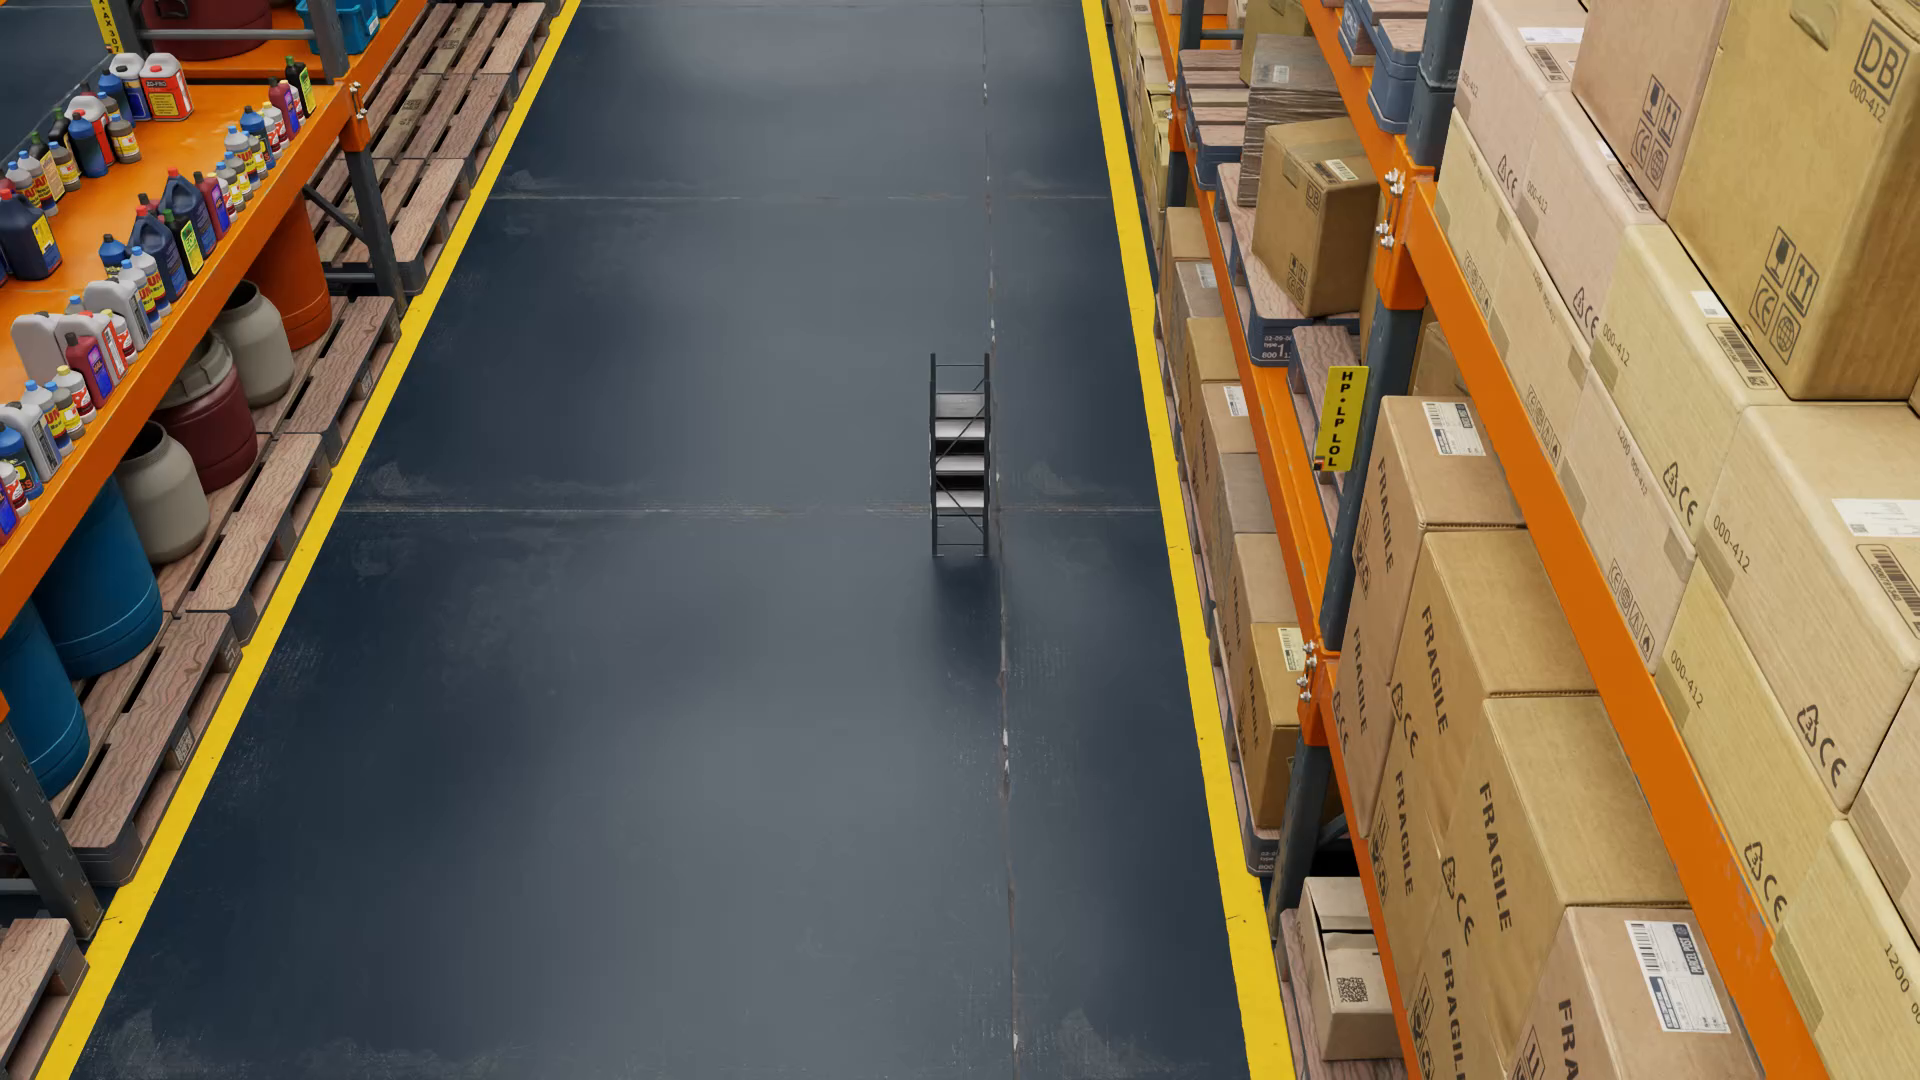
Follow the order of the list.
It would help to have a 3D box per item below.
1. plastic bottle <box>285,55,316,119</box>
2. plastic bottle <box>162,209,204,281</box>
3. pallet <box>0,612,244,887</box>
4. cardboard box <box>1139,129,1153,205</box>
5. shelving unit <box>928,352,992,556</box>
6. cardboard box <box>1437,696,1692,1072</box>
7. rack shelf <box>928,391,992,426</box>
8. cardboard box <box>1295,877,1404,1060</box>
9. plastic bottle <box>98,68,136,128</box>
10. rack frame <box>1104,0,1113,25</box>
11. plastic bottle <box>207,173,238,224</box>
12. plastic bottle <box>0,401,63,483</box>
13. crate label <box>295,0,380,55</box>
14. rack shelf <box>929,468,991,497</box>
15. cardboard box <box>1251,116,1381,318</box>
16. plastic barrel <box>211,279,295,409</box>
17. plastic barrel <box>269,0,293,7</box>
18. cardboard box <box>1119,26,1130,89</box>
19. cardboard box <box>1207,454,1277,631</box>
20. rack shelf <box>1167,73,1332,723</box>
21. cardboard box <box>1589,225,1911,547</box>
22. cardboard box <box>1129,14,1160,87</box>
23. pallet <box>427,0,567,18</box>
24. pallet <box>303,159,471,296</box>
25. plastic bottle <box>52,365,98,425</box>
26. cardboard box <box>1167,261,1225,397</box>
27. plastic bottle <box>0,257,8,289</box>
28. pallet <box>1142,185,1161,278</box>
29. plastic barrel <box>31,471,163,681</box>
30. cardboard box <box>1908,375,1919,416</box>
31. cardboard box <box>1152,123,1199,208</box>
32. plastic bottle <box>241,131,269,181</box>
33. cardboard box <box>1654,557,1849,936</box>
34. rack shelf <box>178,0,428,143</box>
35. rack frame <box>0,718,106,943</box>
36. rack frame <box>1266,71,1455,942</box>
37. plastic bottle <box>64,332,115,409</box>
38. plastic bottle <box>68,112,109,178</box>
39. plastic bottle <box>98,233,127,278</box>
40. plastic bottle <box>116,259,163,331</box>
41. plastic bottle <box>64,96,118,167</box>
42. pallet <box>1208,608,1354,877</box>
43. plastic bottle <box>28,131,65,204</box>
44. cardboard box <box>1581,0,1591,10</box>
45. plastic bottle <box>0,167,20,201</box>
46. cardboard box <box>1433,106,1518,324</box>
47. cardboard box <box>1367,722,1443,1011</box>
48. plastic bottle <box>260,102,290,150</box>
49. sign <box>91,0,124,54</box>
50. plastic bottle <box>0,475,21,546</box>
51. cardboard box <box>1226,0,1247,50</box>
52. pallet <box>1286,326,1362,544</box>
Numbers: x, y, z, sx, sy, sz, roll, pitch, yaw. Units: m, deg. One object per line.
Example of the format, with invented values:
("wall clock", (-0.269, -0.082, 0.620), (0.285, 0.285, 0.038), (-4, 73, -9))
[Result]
("plastic bottle", (-2.989, -2.065, 7.521), (0.061, 0.283, 0.133), (0, 39, 0))
("plastic bottle", (-2.988, -1.151, 6.381), (0.061, 0.283, 0.133), (0, 39, 0))
("pallet", (-3.371, 0.744, 6.153), (1.003, 0.211, 1.213), (0, 39, 0))
("cardboard box", (1.288, -2.106, 9.343), (0.500, 0.250, 0.500), (0, 39, -1))
("shelving unit", (0.000, -0.346, 6.962), (0.258, 0.900, 0.210), (0, 39, 0))
("cardboard box", (1.262, 0.647, 3.164), (0.500, 0.500, 0.500), (-1, 39, -1))
("rack shelf", (0.000, -0.531, 6.814), (0.258, 0.077, 0.200), (0, 39, 0))
("cardboard box", (1.326, 1.277, 5.056), (0.500, 0.311, 0.500), (0, 39, 0))
("plastic bottle", (-3.766, -1.969, 7.412), (0.097, 0.271, 0.097), (0, 39, 0))
("rack frame", (1.532, -4.866, 10.923), (1.000, 3.000, 0.127), (0, 39, 0))
("plastic bottle", (-3.006, -1.390, 6.745), (0.097, 0.201, 0.097), (0, 39, 0))
("plastic bottle", (-3.032, -0.332, 5.364), (0.152, 0.276, 0.135), (0, 39, 0))
("crate label", (-3.042, -2.561, 8.181), (0.303, 0.233, 0.416), (0, 39, 0))
("rack shelf", (0.000, -0.250, 7.039), (0.258, 0.077, 0.200), (0, 39, 0))
("cardboard box", (1.478, -1.170, 5.896), (0.700, 0.500, 0.500), (-9, 40, -11))
("plastic barrel", (-3.309, -0.897, 7.624), (0.421, 0.512, 0.421), (0, 39, 0))
("plastic barrel", (-3.631, -3.050, 8.567), (0.421, 0.512, 0.421), (0, 39, 0))
("cardboard box", (1.288, -3.060, 10.533), (0.500, 0.250, 0.500), (-1, 39, -1))
("cardboard box", (1.262, 0.010, 6.486), (0.500, 0.500, 0.500), (0, 39, 1))
("rack shelf", (1.539, -0.833, 6.466), (1.077, 0.370, 4.000), (0, 39, 0))
("cardboard box", (1.285, -0.240, 2.473), (0.500, 0.250, 0.500), (0, 39, 0))
("cardboard box", (1.287, -2.955, 9.954), (0.500, 0.311, 0.500), (1, 39, 1))
("pallet", (-3.380, -4.196, 12.317), (1.003, 0.211, 1.213), (0, 39, 0))
("pallet", (-3.378, -1.759, 9.276), (1.003, 0.211, 1.213), (0, 39, 0))
("plastic bottle", (-3.005, -0.497, 5.630), (0.097, 0.201, 0.097), (0, 39, 0))
("cardboard box", (1.258, -0.948, 7.682), (0.500, 0.500, 0.500), (-1, 39, -2))
("plastic bottle", (-3.741, -1.106, 6.271), (0.144, 0.351, 0.185), (0, 39, 0))
("pallet", (1.575, -1.791, 9.316), (1.003, 0.211, 1.213), (0, 39, 0))
("plastic barrel", (-3.396, 0.010, 6.180), (0.600, 0.901, 0.708), (0, 39, 0))
("cardboard box", (1.599, -0.220, 1.848), (0.700, 0.500, 0.500), (0, 39, 0))
("cardboard box", (1.290, -2.001, 8.763), (0.500, 0.311, 0.500), (1, 39, 1))
("plastic bottle", (-3.007, -1.634, 7.049), (0.097, 0.201, 0.097), (0, 39, 0))
("cardboard box", (1.294, 0.268, 2.239), (0.500, 0.250, 0.500), (0, 39, 0))
("rack shelf", (-3.419, -3.333, 9.586), (1.077, 0.370, 4.000), (0, 39, 0))
("rack frame", (-3.412, 0.139, 4.679), (1.000, 3.000, 0.127), (0, 39, 0))
("rack frame", (1.542, 0.137, 4.680), (1.000, 3.000, 0.127), (0, 39, 0))
("plastic bottle", (-2.987, -0.601, 5.695), (0.061, 0.283, 0.133), (0, 39, 0))
("plastic bottle", (-3.705, -1.680, 7.051), (0.097, 0.271, 0.097), (0, 39, 0))
("plastic bottle", (-3.150, -1.019, 6.226), (0.097, 0.271, 0.097), (0, 39, 0))
("plastic bottle", (-3.005, -0.898, 6.074), (0.097, 0.271, 0.097), (0, 39, 0))
("plastic bottle", (-3.739, -1.754, 7.140), (0.152, 0.276, 0.135), (0, 39, 0))
("pallet", (1.503, 0.717, 6.187), (1.003, 0.211, 1.213), (0, 39, 0))
("plastic bottle", (-3.784, -1.529, 6.853), (0.061, 0.283, 0.133), (0, 39, 0))
("cardboard box", (1.580, -1.158, 3.019), (0.700, 0.500, 0.500), (0, 39, 0))
("plastic bottle", (-3.783, -1.324, 6.597), (0.061, 0.283, 0.133), (0, 39, 0))
("cardboard box", (1.295, -0.670, 3.409), (0.500, 0.250, 0.500), (0, 39, 0))
("cardboard box", (1.274, 0.737, 3.851), (0.500, 0.500, 0.500), (1, 39, 1))
("plastic bottle", (-3.007, -1.816, 7.277), (0.097, 0.201, 0.097), (0, 39, 0))
("sign", (-3.966, -2.422, 7.743), (0.100, 0.325, 0.005), (0, 39, 0))
("plastic bottle", (-2.986, -0.129, 5.106), (0.061, 0.283, 0.133), (0, 39, 0))
("cardboard box", (1.580, -2.557, 8.113), (0.500, 0.311, 0.500), (2, 39, 3))
("pallet", (1.650, -0.288, 5.364), (1.003, 0.211, 1.213), (0, 39, 0))
